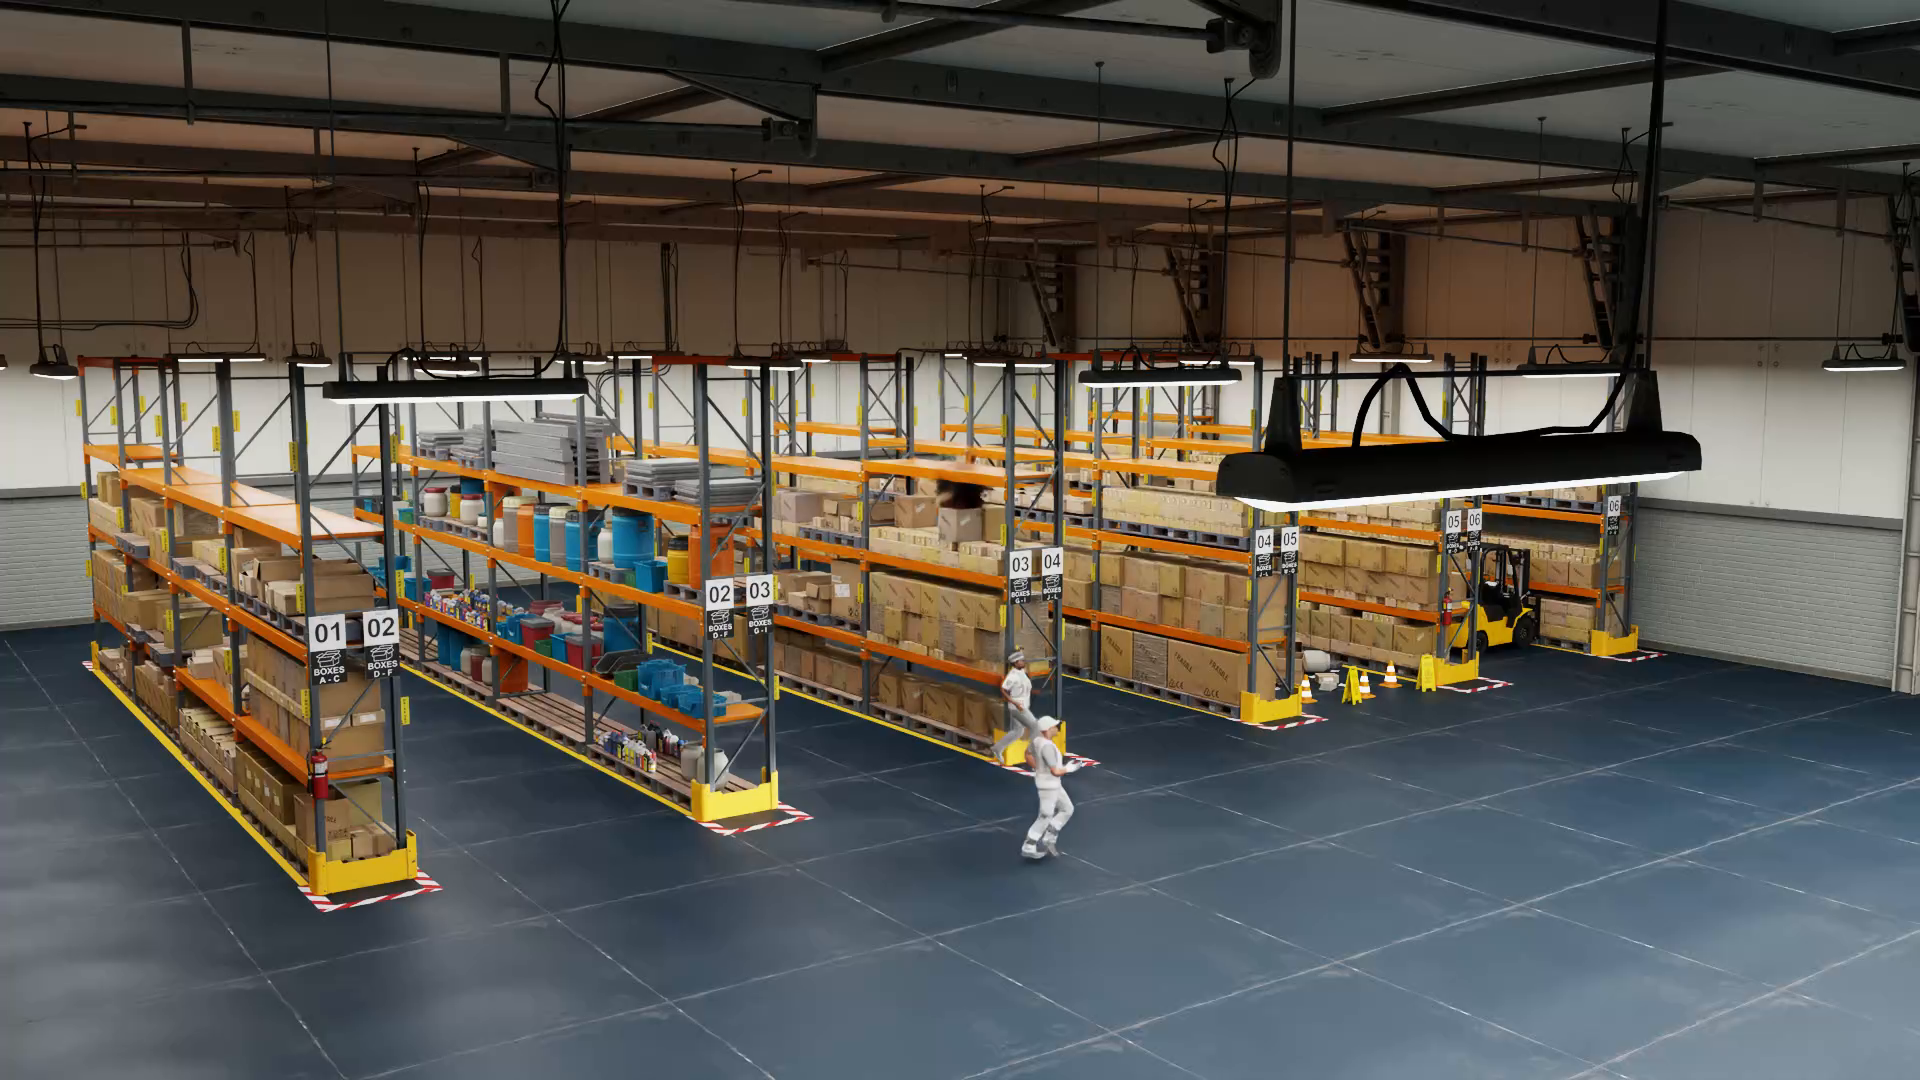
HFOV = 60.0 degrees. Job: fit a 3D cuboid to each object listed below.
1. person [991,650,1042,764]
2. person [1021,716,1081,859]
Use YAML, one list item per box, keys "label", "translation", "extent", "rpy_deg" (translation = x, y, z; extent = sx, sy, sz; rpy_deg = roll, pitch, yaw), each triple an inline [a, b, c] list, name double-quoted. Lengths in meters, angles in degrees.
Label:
- label: "person"
  translation: [0.840, 2.415, 23.804]
  extent: [0.831, 1.691, 0.568]
  rpy_deg: [2, 7, 15]
- label: "person"
  translation: [1.099, 3.007, 20.153]
  extent: [0.716, 1.798, 0.639]
  rpy_deg: [0, 7, -1]
